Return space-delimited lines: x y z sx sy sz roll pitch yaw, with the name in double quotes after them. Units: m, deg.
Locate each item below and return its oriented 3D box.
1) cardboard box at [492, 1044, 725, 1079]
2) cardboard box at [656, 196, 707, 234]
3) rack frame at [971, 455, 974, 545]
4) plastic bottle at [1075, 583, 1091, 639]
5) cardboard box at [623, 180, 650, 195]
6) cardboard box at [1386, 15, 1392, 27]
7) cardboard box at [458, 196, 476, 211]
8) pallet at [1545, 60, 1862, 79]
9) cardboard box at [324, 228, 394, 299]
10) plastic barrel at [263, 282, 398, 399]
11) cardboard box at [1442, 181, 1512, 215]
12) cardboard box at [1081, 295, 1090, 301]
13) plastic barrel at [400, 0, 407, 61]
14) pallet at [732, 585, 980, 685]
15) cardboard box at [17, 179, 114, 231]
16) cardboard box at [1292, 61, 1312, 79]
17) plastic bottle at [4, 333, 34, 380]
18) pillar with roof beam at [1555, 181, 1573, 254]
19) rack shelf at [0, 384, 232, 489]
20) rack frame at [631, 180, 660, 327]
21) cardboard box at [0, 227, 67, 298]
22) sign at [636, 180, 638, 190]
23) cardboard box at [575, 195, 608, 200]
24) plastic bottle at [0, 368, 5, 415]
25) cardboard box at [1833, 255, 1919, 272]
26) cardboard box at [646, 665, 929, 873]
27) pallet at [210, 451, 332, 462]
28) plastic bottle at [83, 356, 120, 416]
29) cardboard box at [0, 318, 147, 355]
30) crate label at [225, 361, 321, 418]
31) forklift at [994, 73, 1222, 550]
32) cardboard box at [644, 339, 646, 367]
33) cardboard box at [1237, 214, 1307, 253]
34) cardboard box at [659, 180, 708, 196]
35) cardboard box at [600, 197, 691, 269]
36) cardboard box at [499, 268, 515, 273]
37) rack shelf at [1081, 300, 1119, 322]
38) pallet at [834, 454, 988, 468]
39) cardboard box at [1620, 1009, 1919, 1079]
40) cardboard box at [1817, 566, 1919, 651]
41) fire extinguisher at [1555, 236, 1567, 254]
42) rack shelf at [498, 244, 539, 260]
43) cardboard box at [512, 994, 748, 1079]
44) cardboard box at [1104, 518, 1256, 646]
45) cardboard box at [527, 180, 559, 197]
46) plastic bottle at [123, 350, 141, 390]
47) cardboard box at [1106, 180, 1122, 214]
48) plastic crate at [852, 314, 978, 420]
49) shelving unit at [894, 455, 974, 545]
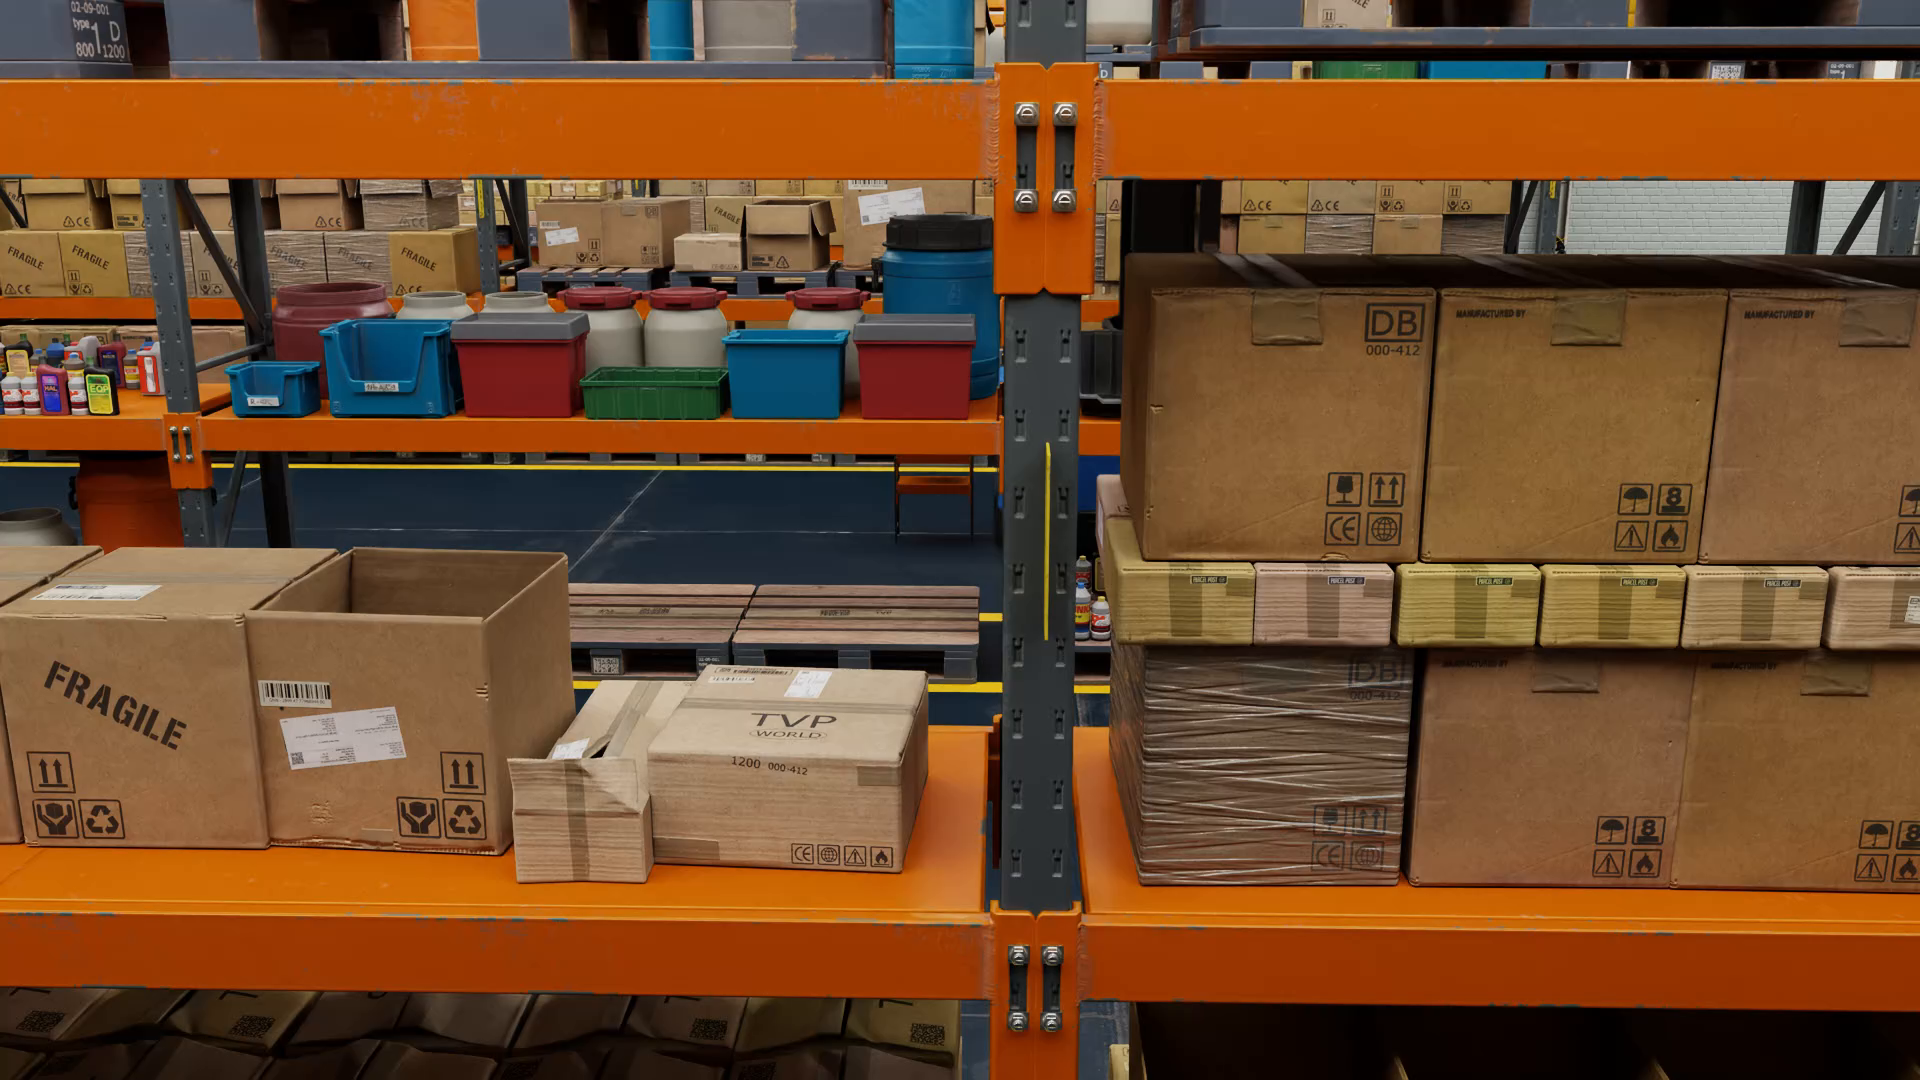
-0.780 1.310 3.463 0.500 0.311 0.500 1 15 3 "cardboard box"
-2.920 -3.407 17.679 0.500 0.500 0.500 1 15 2 "cardboard box"
0.078 -0.580 10.685 0.015 1.200 0.240 0 15 1 "rack frame"
0.590 0.343 8.146 0.097 0.271 0.097 0 15 0 "plastic bottle"
-4.340 -4.804 22.481 0.500 0.250 0.500 0 15 0 "cardboard box"
4.290 -5.260 16.927 0.250 0.149 0.380 1 15 2 "cardboard box"
-5.157 -3.551 17.506 0.250 0.149 0.380 1 15 3 "cardboard box"
3.457 -2.241 7.943 1.213 0.211 1.003 0 15 1 "pallet"
-4.588 -2.160 12.949 0.500 0.500 0.500 0 15 1 "cardboard box"
-3.245 -1.043 8.648 0.708 0.536 0.600 0 15 1 "plastic barrel"
3.852 -2.731 12.570 0.500 0.500 0.500 0 15 1 "cardboard box"
0.866 -1.936 12.790 0.250 0.149 0.380 0 15 1 "cardboard box"
-2.901 -2.535 7.707 0.600 0.901 0.600 0 15 0 "plastic barrel"
-0.504 0.476 8.623 1.213 0.211 1.003 0 15 1 "pallet"
-6.950 -2.724 13.122 0.637 0.503 0.797 0 15 0 "cardboard box"
2.405 -3.441 12.415 0.500 0.250 0.500 0 15 0 "cardboard box"
-4.966 -0.949 8.787 0.133 0.283 0.061 0 15 1 "plastic bottle"
9.999 -7.906 23.165 0.400 9.000 9.100 0 15 1 "pillar with roof beam"
-5.716 -0.569 8.525 4.000 0.370 1.077 0 15 1 "rack shelf"
-3.362 -3.431 17.963 0.127 3.000 1.000 0 15 1 "rack frame"
-7.135 -2.174 13.005 0.500 0.500 0.500 0 15 2 "cardboard box"
-3.366 -3.814 17.301 0.005 0.325 0.100 0 15 1 "sign"
-3.867 -3.543 17.476 0.250 0.149 0.380 1 15 3 "cardboard box"
-4.672 -0.743 8.029 0.097 0.271 0.097 0 15 0 "plastic bottle"
2.101 -0.279 3.277 0.500 0.500 0.700 0 15 1 "cardboard box"
-0.341 0.466 3.487 0.500 0.250 0.500 1 15 5 "cardboard box"
-5.592 -0.851 13.652 1.213 0.211 1.003 0 15 1 "pallet"
-4.131 -0.741 7.997 0.133 0.283 0.061 0 15 1 "plastic bottle"
-6.948 -1.369 13.491 0.875 0.875 1.225 0 15 2 "cardboard box"
-3.305 -0.724 8.033 0.416 0.233 0.303 0 15 1 "crate label"
1.744 -1.427 10.503 3.031 2.935 1.130 0 15 0 "forklift"
-2.389 -1.536 13.348 0.500 0.250 0.500 2 15 8 "cardboard box"
2.357 -2.310 12.938 0.500 0.500 0.875 0 15 1 "cardboard box"
-2.913 -3.957 17.802 0.500 0.500 0.700 0 15 1 "cardboard box"
-2.488 -2.446 13.213 0.500 0.500 0.700 3 15 10 "cardboard box"
-5.046 -2.864 18.421 0.500 0.250 0.500 0 15 2 "cardboard box"
2.408 -1.780 13.115 4.000 0.370 1.077 0 15 1 "rack shelf"
-0.369 -0.797 13.446 1.213 0.211 1.003 0 15 1 "pallet"
1.608 1.239 3.360 0.500 0.500 0.500 0 15 1 "cardboard box"
1.704 0.082 3.180 0.250 0.149 0.380 0 15 0 "cardboard box"
4.510 -1.959 12.536 0.183 0.674 0.296 0 15 1 "fire extinguisher"
-5.361 -3.096 18.105 4.000 0.370 1.077 0 15 1 "rack shelf"
-0.755 1.170 3.992 0.500 0.311 0.500 0 15 1 "cardboard box"
0.416 0.075 3.208 0.250 0.149 0.380 0 15 1 "cardboard box"
-4.377 -3.690 17.450 0.250 0.149 0.380 1 15 3 "cardboard box"
-4.353 -0.901 8.764 0.097 0.201 0.097 0 15 0 "plastic bottle"
1.352 -2.745 12.627 0.500 0.500 0.500 0 15 1 "cardboard box"
-0.209 -0.833 7.993 0.583 0.464 0.402 0 15 1 "plastic crate"
-0.165 -0.581 10.691 0.503 1.200 0.258 0 15 1 "shelving unit"
